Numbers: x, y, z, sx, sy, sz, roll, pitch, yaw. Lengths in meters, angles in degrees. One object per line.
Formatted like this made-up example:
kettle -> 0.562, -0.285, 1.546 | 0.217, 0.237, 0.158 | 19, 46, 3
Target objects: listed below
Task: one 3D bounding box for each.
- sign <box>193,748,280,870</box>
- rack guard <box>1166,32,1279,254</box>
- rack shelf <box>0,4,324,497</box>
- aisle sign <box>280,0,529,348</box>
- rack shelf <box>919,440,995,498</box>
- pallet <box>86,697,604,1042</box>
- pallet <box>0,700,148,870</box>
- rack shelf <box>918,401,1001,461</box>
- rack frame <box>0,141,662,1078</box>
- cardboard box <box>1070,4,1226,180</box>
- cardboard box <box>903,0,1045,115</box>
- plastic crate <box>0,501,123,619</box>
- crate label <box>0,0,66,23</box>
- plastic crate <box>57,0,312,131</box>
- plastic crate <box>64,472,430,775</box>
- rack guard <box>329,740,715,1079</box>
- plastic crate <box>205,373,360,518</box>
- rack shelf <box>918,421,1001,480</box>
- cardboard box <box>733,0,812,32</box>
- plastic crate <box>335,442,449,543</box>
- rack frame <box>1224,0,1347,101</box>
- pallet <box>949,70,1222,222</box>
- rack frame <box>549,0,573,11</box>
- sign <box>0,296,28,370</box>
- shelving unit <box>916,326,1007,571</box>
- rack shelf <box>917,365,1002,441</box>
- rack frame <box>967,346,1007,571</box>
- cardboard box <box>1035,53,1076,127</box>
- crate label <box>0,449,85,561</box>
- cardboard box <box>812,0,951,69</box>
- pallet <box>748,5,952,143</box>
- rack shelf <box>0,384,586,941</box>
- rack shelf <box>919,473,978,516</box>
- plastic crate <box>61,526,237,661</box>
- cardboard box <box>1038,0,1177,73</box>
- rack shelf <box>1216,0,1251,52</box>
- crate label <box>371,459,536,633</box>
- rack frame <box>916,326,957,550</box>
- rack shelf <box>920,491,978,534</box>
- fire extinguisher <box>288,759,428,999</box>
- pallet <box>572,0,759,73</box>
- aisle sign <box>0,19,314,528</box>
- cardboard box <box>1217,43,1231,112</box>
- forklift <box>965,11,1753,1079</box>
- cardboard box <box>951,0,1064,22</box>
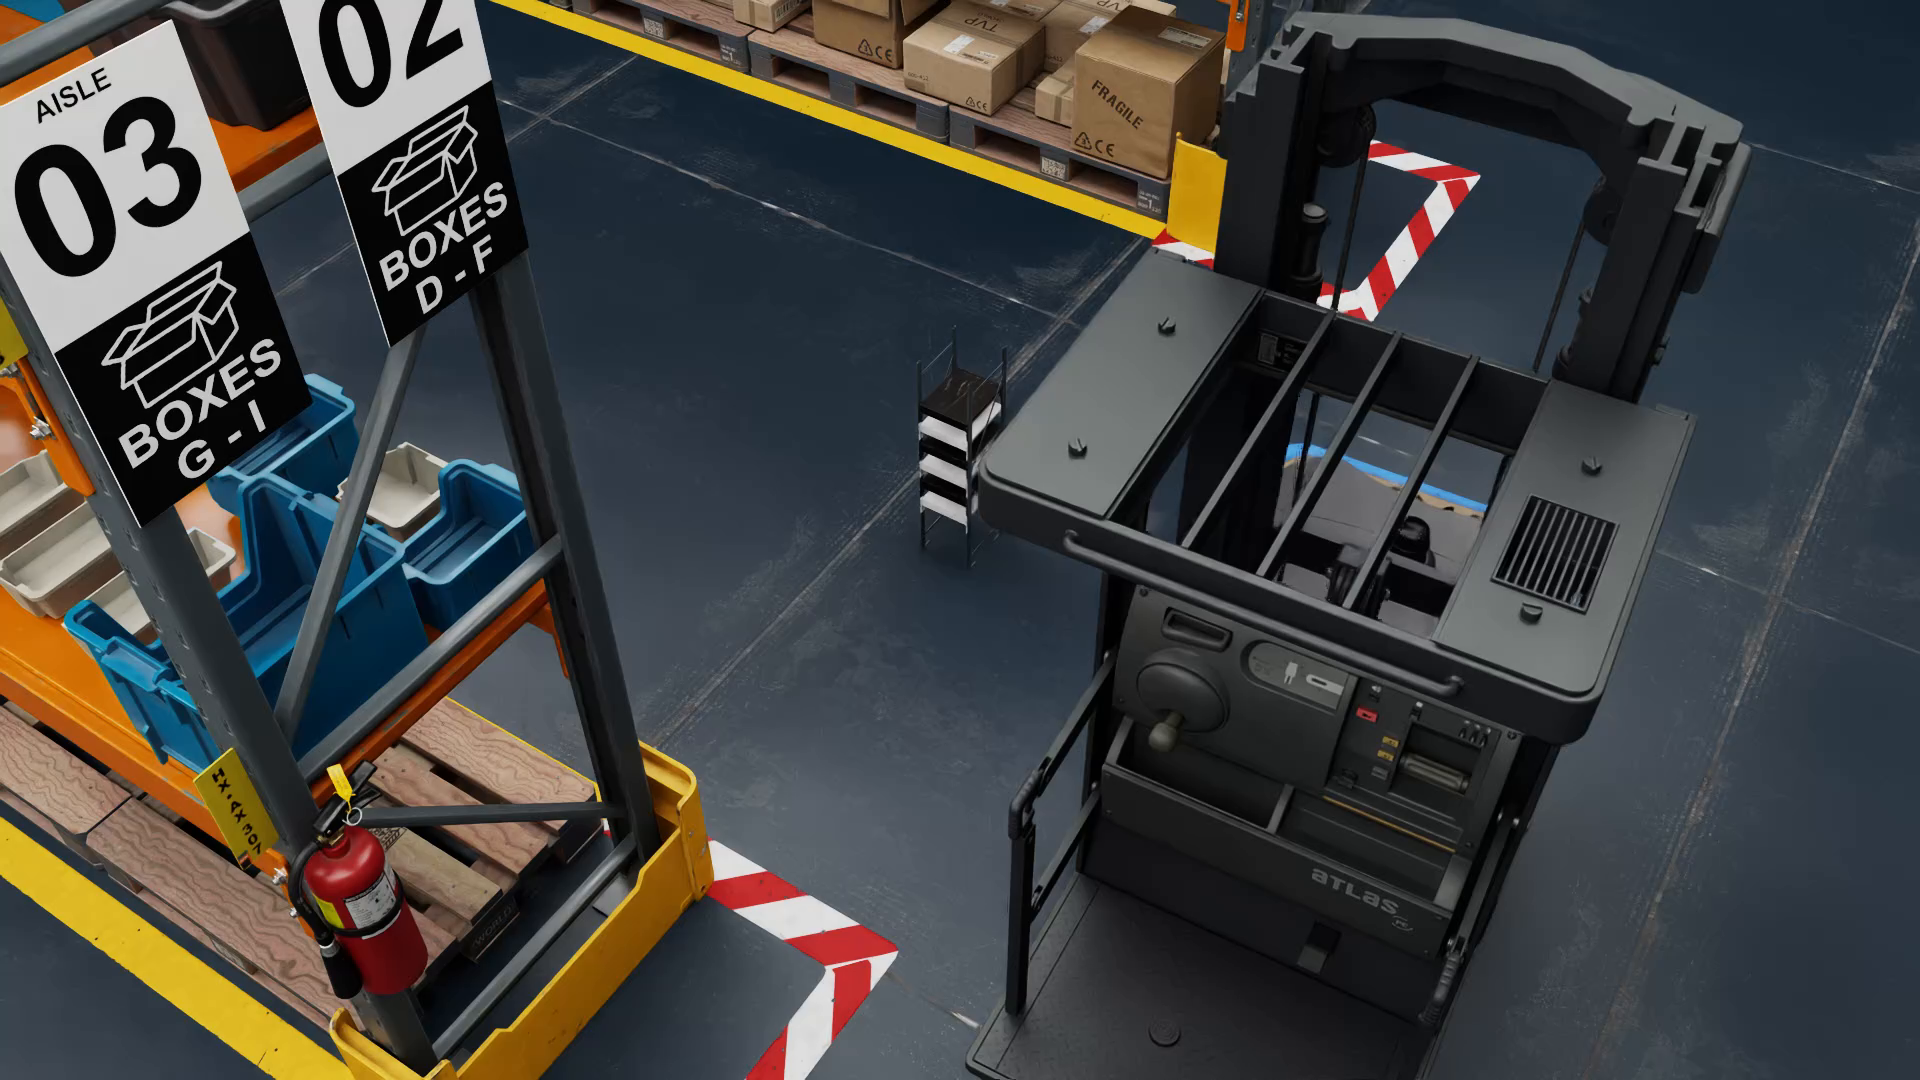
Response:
sign -> -1.516, 0.568, 3.493 | 0.005, 0.325, 0.100 | 25, 51, 22
rack guard -> 1.380, -1.860, 7.709 | 0.348, 0.500, 1.175 | 25, 51, 22
rack shelf -> -2.917, -1.282, 3.815 | 4.000, 0.370, 1.077 | 25, 51, 22
aisle sign -> -1.012, -0.771, 3.095 | 0.004, 0.787, 0.394 | 25, 51, 22
rack shelf -> 0.007, -0.287, 5.948 | 0.200, 0.077, 0.258 | 25, 51, 22
pallet -> -1.906, 0.916, 5.213 | 1.213, 0.211, 1.003 | 25, 51, 22
pallet -> -2.929, 0.443, 5.672 | 1.213, 0.211, 1.003 | 25, 51, 22
rack shelf -> 0.007, -0.413, 5.819 | 0.200, 0.077, 0.258 | 25, 51, 22
rack frame -> -1.233, 0.287, 3.880 | 0.127, 3.000, 1.000 | 25, 51, 22
cardboard box -> 0.854, -2.046, 7.583 | 0.500, 0.500, 0.500 | 25, 51, 22
cardboard box -> 0.070, -2.345, 8.048 | 0.500, 0.250, 0.500 | 25, 51, 22
plastic crate -> -2.253, 0.030, 4.271 | 0.243, 0.136, 0.396 | 25, 51, 22
crate label -> -1.835, -1.259, 3.394 | 0.502, 0.251, 0.408 | 25, 51, 22
plastic crate -> -1.407, -1.030, 3.159 | 0.590, 0.269, 0.497 | 25, 51, 22
plastic crate -> -1.616, 0.237, 3.862 | 0.499, 0.435, 0.616 | 25, 51, 22
rack guard -> -1.206, 1.159, 4.775 | 0.348, 0.500, 1.175 | 25, 51, 22
plastic crate -> -1.817, -0.225, 4.452 | 0.300, 0.233, 0.416 | 25, 51, 22
rack shelf -> 0.007, -0.350, 5.884 | 0.200, 0.077, 0.258 | 25, 51, 22
cardboard box -> -0.953, -2.795, 8.543 | 0.250, 0.166, 0.380 | 25, 51, 22
plastic crate -> -1.488, -0.111, 4.408 | 0.298, 0.136, 0.250 | 25, 51, 22
rack frame -> 1.444, -2.702, 6.784 | 0.127, 3.000, 1.000 | 25, 51, 22
pallet -> 0.709, -2.068, 8.112 | 1.213, 0.211, 1.003 | 25, 51, 22
rack frame -> -1.923, -4.251, 8.289 | 0.127, 3.000, 1.000 | 25, 51, 22
sign -> -1.516, -0.384, 2.513 | 0.005, 0.325, 0.100 | 25, 51, 22
shelving unit -> 0.007, -0.310, 5.924 | 0.210, 0.900, 0.258 | 25, 51, 22
rack shelf -> 0.007, -0.475, 5.754 | 0.200, 0.077, 0.258 | 25, 51, 22
rack frame -> 0.092, -0.271, 5.886 | 0.006, 0.900, 0.240 | 25, 51, 22
cardboard box -> 0.561, -2.141, 7.908 | 0.250, 0.166, 0.380 | 25, 51, 22
crate label -> -2.501, -0.063, 4.361 | 0.243, 0.136, 0.396 | 25, 51, 22
cardboard box -> -0.339, -2.810, 8.323 | 0.637, 0.503, 0.797 | 25, 51, 22
pallet -> -0.314, -2.541, 8.572 | 1.213, 0.211, 1.003 | 25, 51, 22
rack shelf -> -2.917, -0.237, 4.890 | 4.000, 0.370, 1.077 | 25, 51, 22
rack shelf -> 0.007, -0.225, 6.013 | 0.200, 0.077, 0.258 | 25, 51, 22
plastic crate -> -2.017, 0.151, 4.153 | 0.243, 0.136, 0.396 | 25, 51, 22
cardboard box -> 0.719, -2.473, 8.172 | 0.500, 0.250, 0.500 | 25, 51, 22
rack shelf -> -0.239, -3.226, 7.795 | 4.000, 0.370, 1.077 | 25, 51, 22
crate label -> -1.263, 0.030, 4.204 | 0.303, 0.233, 0.416 | 25, 51, 22
rack frame -> -0.079, -0.350, 5.962 | 0.006, 0.900, 0.240 | 25, 51, 22
rack shelf -> 0.007, -0.162, 6.077 | 0.200, 0.077, 0.258 | 25, 51, 22
fire extinguisher -> -1.351, 0.776, 3.718 | 0.183, 0.674, 0.296 | 25, 51, 22
pallet -> -1.345, -3.012, 9.030 | 1.213, 0.211, 1.003 | 25, 51, 22
aisle sign -> -1.331, -0.415, 2.749 | 0.004, 0.787, 0.394 | 25, 51, 22
cardboard box -> 1.277, -2.231, 8.008 | 0.250, 0.149, 0.380 | 25, 51, 22
forklift -> 0.711, 0.499, 3.722 | 1.130, 2.935, 3.031 | 21, 50, 20
cardboard box -> 0.298, -2.666, 8.360 | 0.500, 0.250, 0.500 | 25, 51, 22
